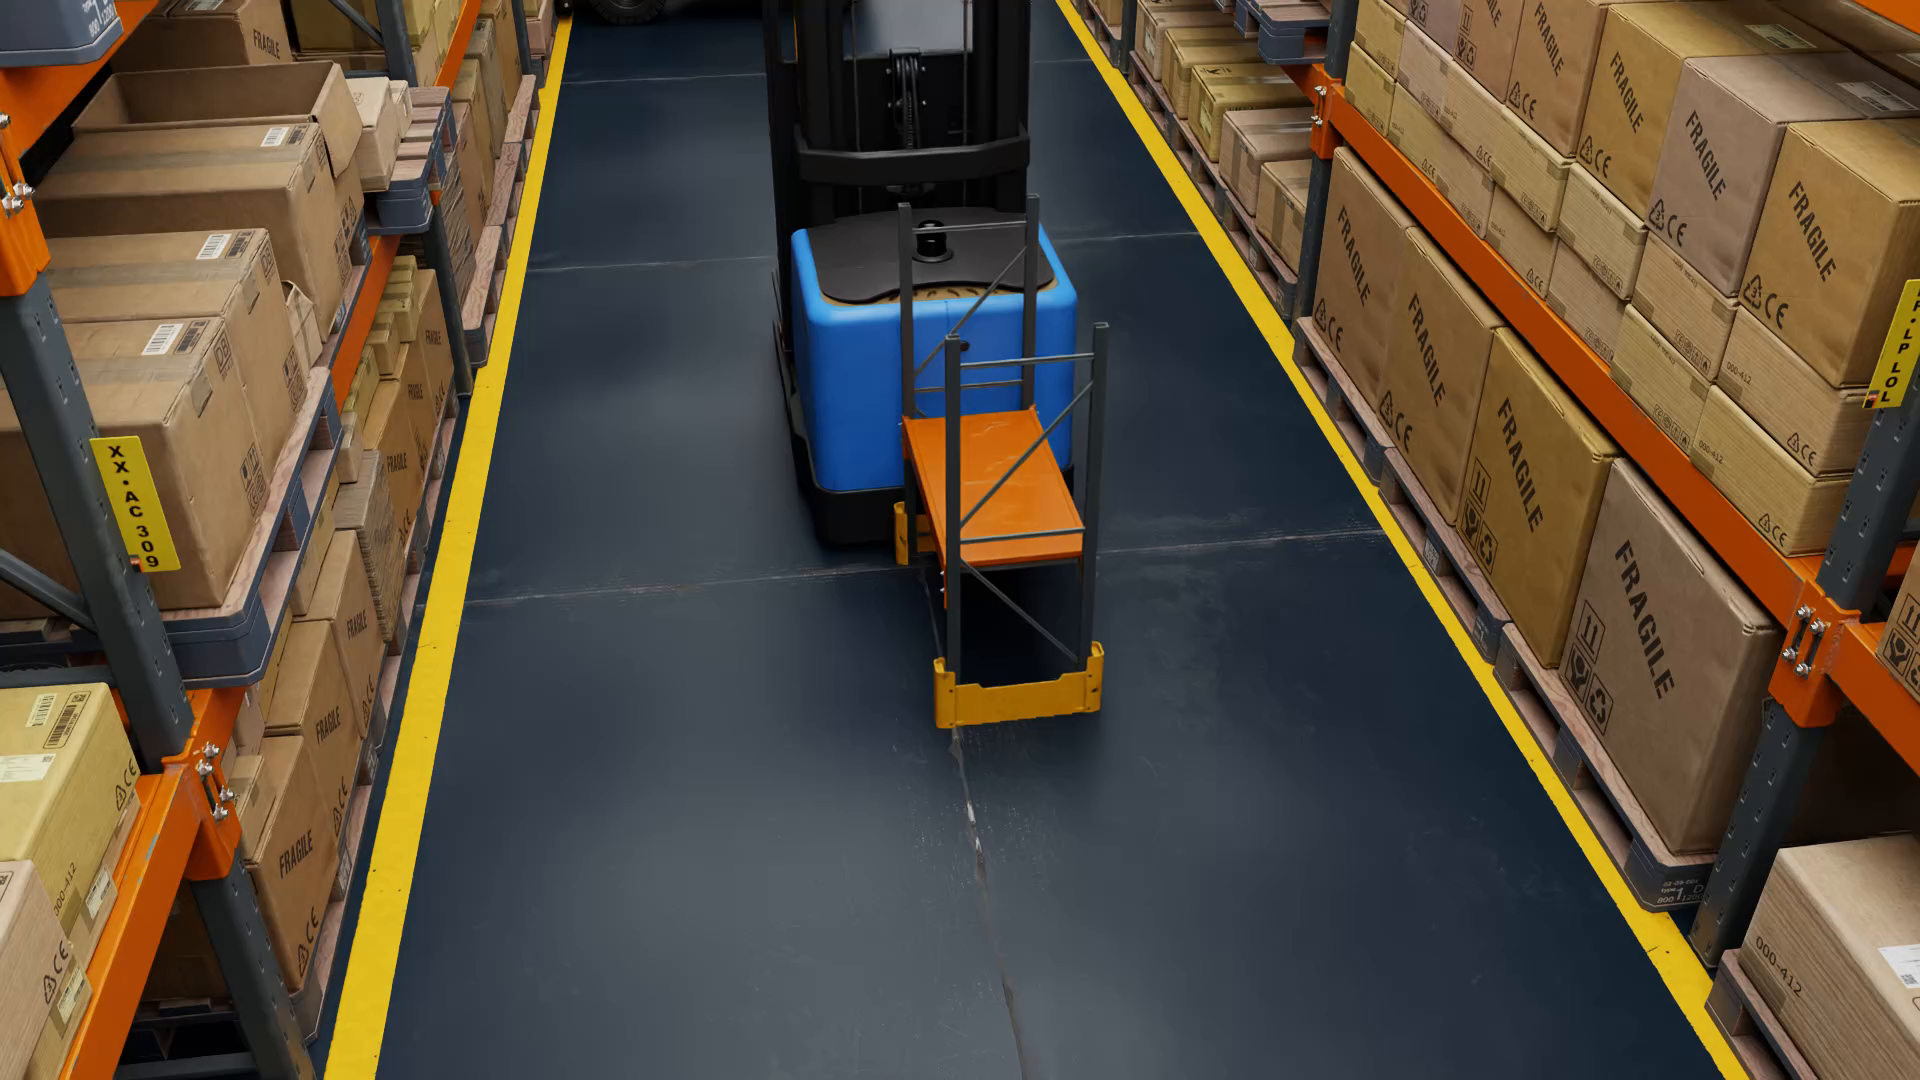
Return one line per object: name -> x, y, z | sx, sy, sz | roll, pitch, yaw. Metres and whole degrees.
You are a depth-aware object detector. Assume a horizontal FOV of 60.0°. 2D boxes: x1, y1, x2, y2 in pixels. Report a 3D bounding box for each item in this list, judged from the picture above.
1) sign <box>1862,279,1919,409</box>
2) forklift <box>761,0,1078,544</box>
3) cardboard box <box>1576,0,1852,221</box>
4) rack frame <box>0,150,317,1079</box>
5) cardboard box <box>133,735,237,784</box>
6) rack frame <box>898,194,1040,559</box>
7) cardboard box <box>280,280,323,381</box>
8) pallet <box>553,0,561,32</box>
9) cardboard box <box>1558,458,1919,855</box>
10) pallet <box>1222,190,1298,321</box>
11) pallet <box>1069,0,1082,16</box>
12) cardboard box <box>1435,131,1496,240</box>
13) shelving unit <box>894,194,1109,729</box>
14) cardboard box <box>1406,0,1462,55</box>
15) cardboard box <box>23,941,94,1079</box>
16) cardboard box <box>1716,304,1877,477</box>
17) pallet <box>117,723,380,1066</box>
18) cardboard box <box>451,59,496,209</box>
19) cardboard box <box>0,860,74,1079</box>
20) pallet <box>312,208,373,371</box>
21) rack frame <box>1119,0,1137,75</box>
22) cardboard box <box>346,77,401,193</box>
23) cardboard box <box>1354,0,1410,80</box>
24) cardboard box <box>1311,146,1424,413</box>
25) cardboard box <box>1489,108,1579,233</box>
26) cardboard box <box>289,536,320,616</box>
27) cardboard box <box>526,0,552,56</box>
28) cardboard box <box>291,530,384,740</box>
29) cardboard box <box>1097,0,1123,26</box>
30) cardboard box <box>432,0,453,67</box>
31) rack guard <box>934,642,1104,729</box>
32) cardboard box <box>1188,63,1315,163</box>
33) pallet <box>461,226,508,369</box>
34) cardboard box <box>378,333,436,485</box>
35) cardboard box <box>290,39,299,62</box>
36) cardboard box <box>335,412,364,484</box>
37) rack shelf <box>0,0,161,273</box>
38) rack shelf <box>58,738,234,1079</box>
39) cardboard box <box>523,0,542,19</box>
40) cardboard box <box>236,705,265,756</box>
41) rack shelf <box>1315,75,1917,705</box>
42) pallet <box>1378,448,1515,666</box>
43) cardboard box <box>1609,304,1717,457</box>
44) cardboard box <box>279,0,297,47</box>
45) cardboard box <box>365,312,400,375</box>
sign -> 2.148, -0.444, 3.780 | 0.100, 0.325, 0.005 | -4, 35, -6
forklift -> -0.298, -2.017, 7.107 | 1.130, 2.935, 3.031 | -6, 35, -8
cardboard box -> 2.249, -1.302, 5.020 | 0.500, 0.500, 0.500 | -3, 34, -5
rack frame -> -2.231, 0.333, 3.597 | 0.949, 2.616, 0.053 | -4, 35, -6
cardboard box -> -2.079, 0.586, 4.233 | 0.380, 0.149, 0.250 | -5, 35, -7
rack frame -> 0.032, -0.574, 6.261 | 0.500, 1.500, 0.032 | -6, 35, -8
cardboard box -> -2.041, -0.589, 4.697 | 0.396, 0.266, 0.258 | -3, 34, -4
pallet -> -3.543, -4.108, 12.590 | 1.003, 0.211, 1.213 | -4, 35, -6
cardboard box -> 2.521, 0.320, 5.130 | 0.875, 0.875, 0.875 | -3, 34, -5
pallet -> 2.042, -1.560, 8.852 | 1.003, 0.211, 1.213 | -4, 35, -6
pallet -> 1.315, -4.411, 13.035 | 1.003, 0.211, 1.213 | -4, 35, -6
cardboard box -> 2.114, -1.344, 6.192 | 0.500, 0.250, 0.500 | -3, 34, -5
shelving unit -> 0.119, -0.287, 5.840 | 0.587, 1.500, 1.083 | -6, 35, -8
cardboard box -> 2.046, -2.161, 6.281 | 0.500, 0.500, 0.500 | -4, 35, -6
cardboard box -> -1.825, 0.883, 3.014 | 0.380, 0.149, 0.250 | -4, 34, -5
cardboard box -> 2.384, -0.417, 4.387 | 0.500, 0.250, 0.500 | -4, 35, -6
pallet -> -2.381, 1.035, 5.044 | 1.003, 0.211, 1.213 | -4, 35, -6
cardboard box -> -3.029, -2.180, 9.021 | 0.875, 0.625, 0.625 | -6, 35, -8
cardboard box -> -1.842, 0.817, 2.757 | 0.500, 0.250, 0.500 | -4, 35, -6
pallet -> -2.506, -0.734, 5.334 | 1.003, 0.211, 1.213 | -4, 35, -6
rack frame -> 1.608, -4.509, 10.702 | 1.000, 3.000, 0.127 | -4, 35, -6
cardboard box -> -2.309, -1.446, 5.968 | 0.500, 0.250, 0.500 | -6, 35, -9
cardboard box -> 1.969, -2.120, 6.886 | 0.500, 0.250, 0.500 | -5, 35, -7
cardboard box -> 2.157, -1.180, 7.332 | 0.875, 0.875, 0.875 | -5, 35, -7
cardboard box -> 2.148, -1.268, 5.636 | 0.500, 0.250, 0.500 | -4, 34, -6
cardboard box -> -2.225, 0.119, 5.182 | 0.380, 0.149, 0.250 | -4, 35, -6
cardboard box -> -3.047, -3.463, 11.237 | 0.500, 0.250, 0.500 | -4, 34, -6
cardboard box -> -2.220, 0.331, 5.448 | 0.500, 0.500, 0.500 | -5, 35, -8
cardboard box -> 1.262, -3.856, 11.813 | 0.500, 0.250, 0.500 | -3, 34, -4
cardboard box -> -2.652, -2.384, 7.717 | 0.500, 0.250, 0.500 | -5, 35, -7
rack guard -> 0.203, 0.506, 5.786 | 0.587, 0.250, 0.087 | -6, 35, -8
cardboard box -> 1.876, -2.515, 9.737 | 0.950, 0.372, 0.625 | -3, 34, -5
pallet -> -2.844, -1.209, 8.336 | 1.003, 0.211, 1.213 | -4, 35, -6
cardboard box -> -2.445, -0.539, 6.725 | 0.500, 0.500, 0.500 | -5, 35, -7
cardboard box -> -3.086, -2.068, 7.254 | 0.500, 0.250, 0.500 | -5, 35, -7
cardboard box -> -2.304, -0.309, 5.810 | 0.380, 0.149, 0.250 | -6, 35, -9
rack shelf -> -2.503, -1.725, 4.592 | 1.077, 0.370, 4.000 | -4, 35, -6
rack shelf -> -1.965, 1.747, 2.162 | 1.077, 0.370, 4.000 | -4, 35, -6
cardboard box -> -3.069, -3.668, 11.093 | 0.500, 0.250, 0.500 | -5, 35, -7
cardboard box -> -2.133, 0.556, 4.541 | 0.380, 0.149, 0.250 | -5, 35, -8
rack shelf -> 2.415, -0.863, 5.992 | 1.077, 0.370, 4.000 | -4, 35, -6
pallet -> 2.338, 0.001, 6.562 | 1.003, 0.211, 1.213 | -4, 35, -6
cardboard box -> 2.307, -0.498, 4.950 | 0.500, 0.250, 0.500 | -5, 35, -7
cardboard box -> -3.108, -2.273, 7.111 | 0.500, 0.250, 0.500 | -4, 34, -5
cardboard box -> -2.396, -0.751, 6.458 | 0.380, 0.149, 0.250 | -5, 35, -8
